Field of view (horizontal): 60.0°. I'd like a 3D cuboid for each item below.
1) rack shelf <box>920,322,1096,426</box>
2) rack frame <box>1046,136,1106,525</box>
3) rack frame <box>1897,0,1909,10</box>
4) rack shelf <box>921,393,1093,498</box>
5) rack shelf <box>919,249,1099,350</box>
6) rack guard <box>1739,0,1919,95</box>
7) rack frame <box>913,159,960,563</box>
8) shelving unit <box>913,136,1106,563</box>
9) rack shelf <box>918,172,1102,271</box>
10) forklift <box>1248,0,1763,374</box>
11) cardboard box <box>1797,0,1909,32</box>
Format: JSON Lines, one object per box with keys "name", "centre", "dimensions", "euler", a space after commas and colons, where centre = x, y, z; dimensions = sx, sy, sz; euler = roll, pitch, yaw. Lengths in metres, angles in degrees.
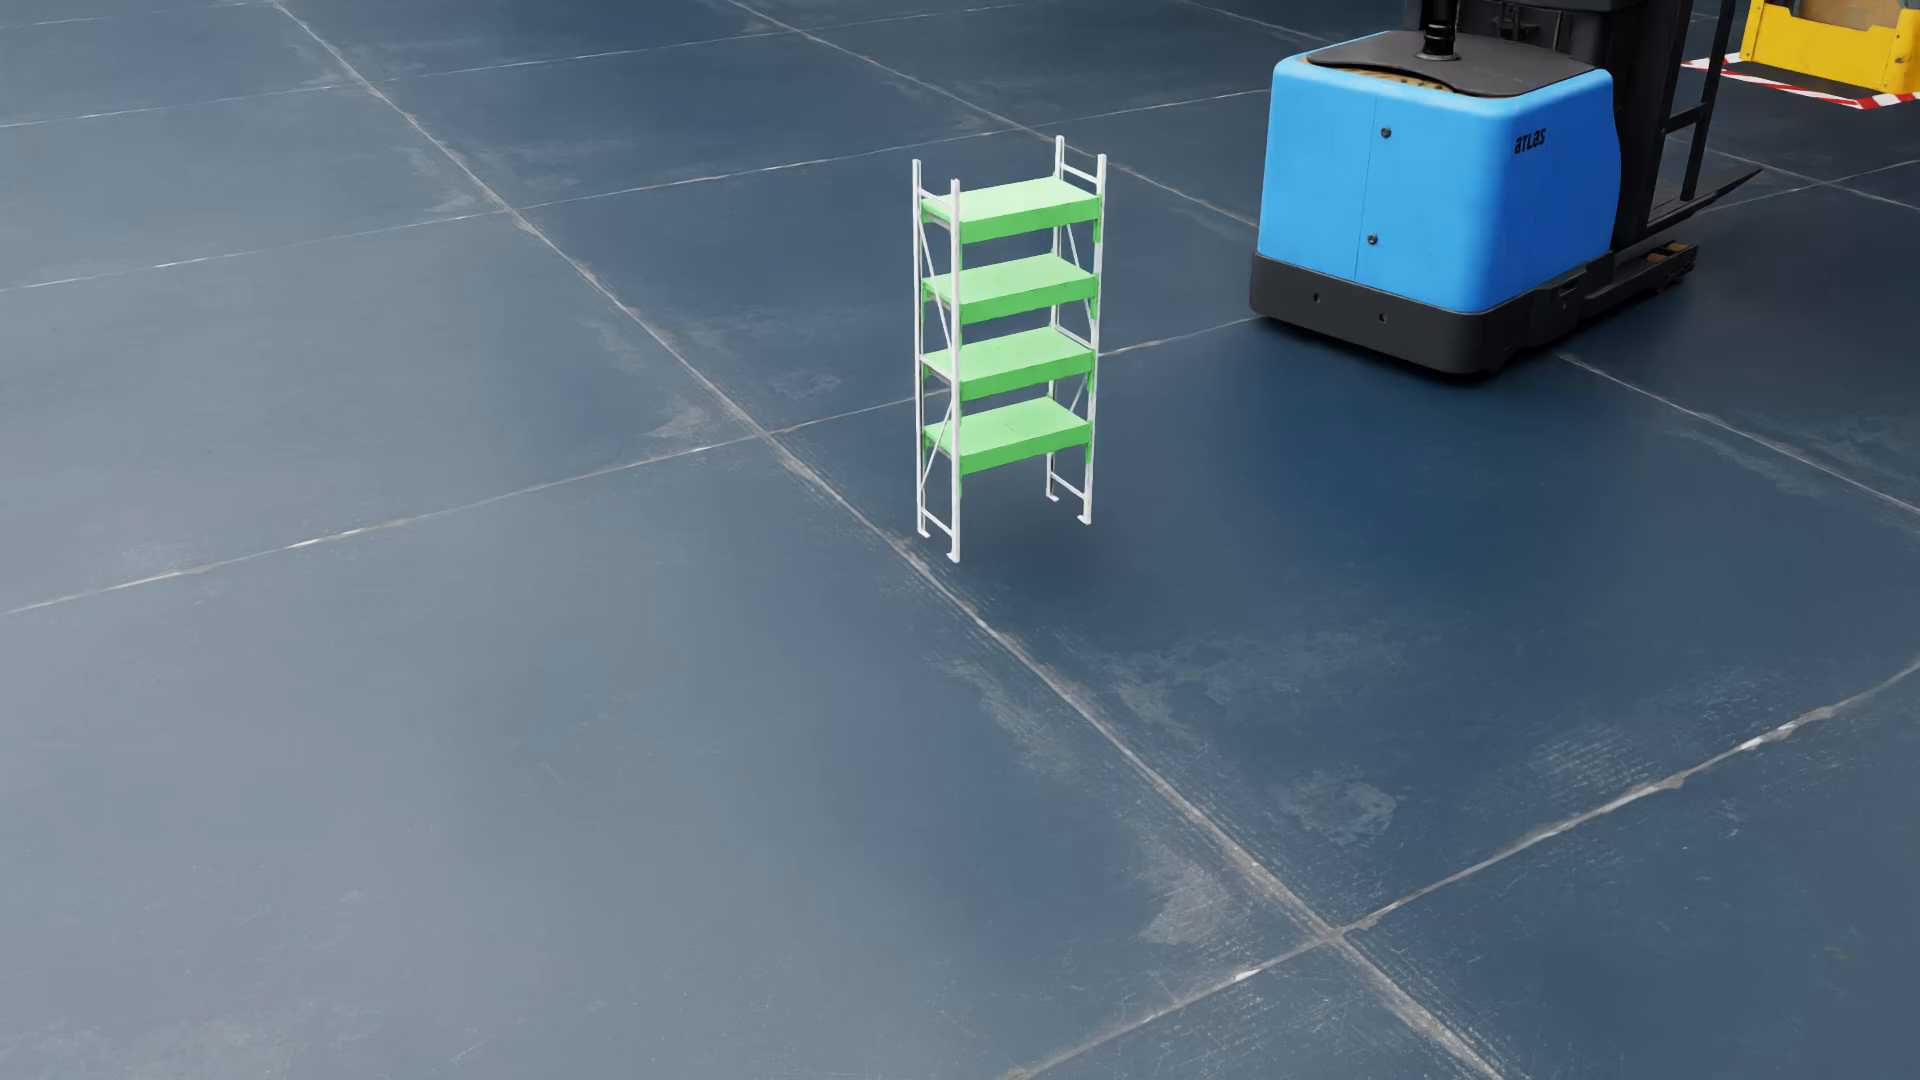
{"name": "rack shelf", "centre": [0.143, -0.510, 5.064], "dimensions": [0.480, 0.148, 0.258], "euler": [-16, 33, -26]}
{"name": "rack frame", "centre": [0.353, -0.626, 5.142], "dimensions": [0.015, 1.200, 0.240], "euler": [-16, 33, -26]}
{"name": "rack frame", "centre": [5.615, -4.326, 9.985], "dimensions": [0.053, 2.616, 0.949], "euler": [-16, 33, -26]}
{"name": "rack shelf", "centre": [0.143, -0.300, 5.180], "dimensions": [0.480, 0.148, 0.258], "euler": [-16, 33, -26]}
{"name": "rack shelf", "centre": [0.143, -0.720, 4.948], "dimensions": [0.480, 0.148, 0.258], "euler": [-16, 33, -26]}
{"name": "rack guard", "centre": [5.596, -3.225, 10.576], "dimensions": [0.348, 0.500, 1.175], "euler": [-16, 33, -26]}
{"name": "rack frame", "centre": [-0.068, -0.506, 4.925], "dimensions": [0.015, 1.200, 0.240], "euler": [-16, 33, -26]}
{"name": "shelving unit", "centre": [0.143, -0.566, 5.034], "dimensions": [0.503, 1.200, 0.258], "euler": [-16, 33, -26]}
{"name": "rack shelf", "centre": [0.143, -0.930, 4.832], "dimensions": [0.480, 0.148, 0.258], "euler": [-16, 33, -26]}
{"name": "forklift", "centre": [2.592, -2.511, 6.767], "dimensions": [3.031, 2.935, 1.130], "euler": [-25, 38, -38]}
{"name": "cardboard box", "centre": [6.168, -3.772, 10.745], "dimensions": [0.875, 0.875, 0.875], "euler": [-16, 33, -26]}
